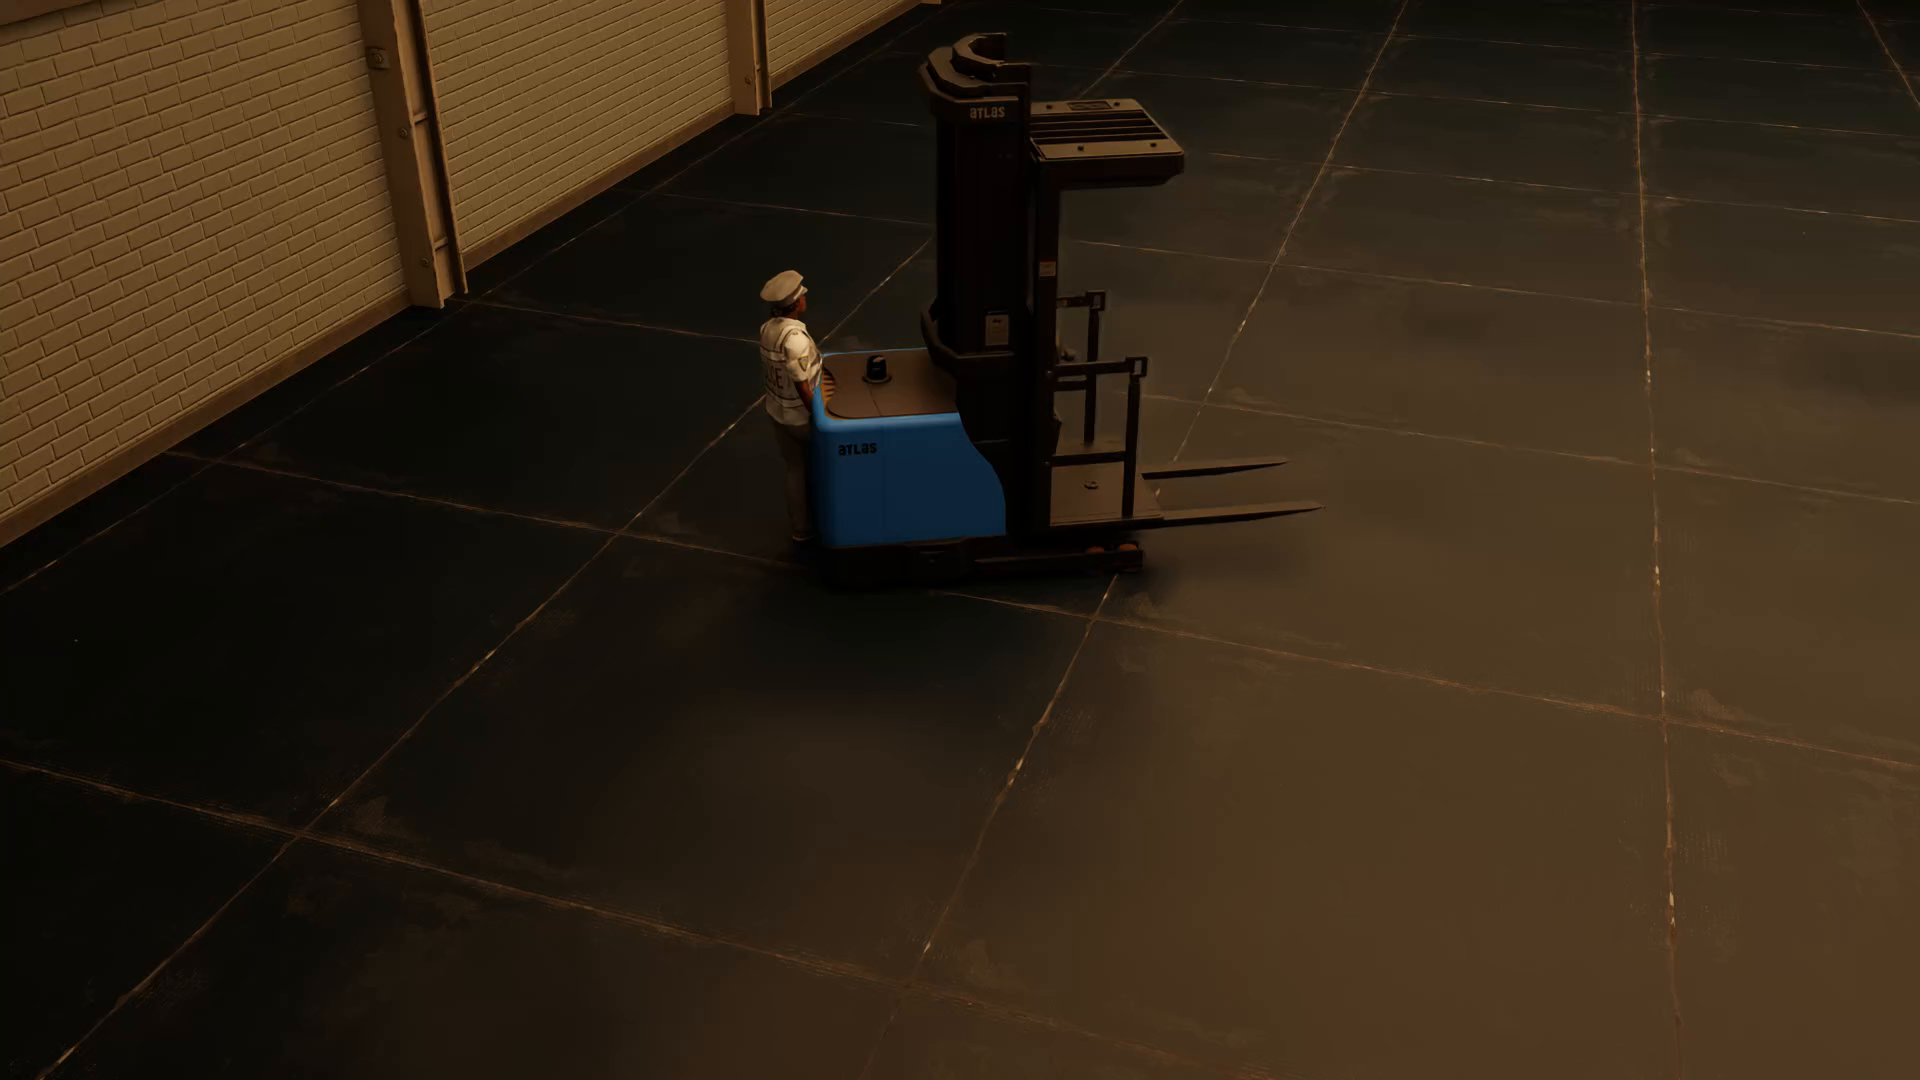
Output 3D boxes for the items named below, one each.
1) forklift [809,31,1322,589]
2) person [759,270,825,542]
[{"bbox_3d":[0.628,-1.323,9.457,3.031,2.935,1.130,-5,30,-8],"label":"forklift"},{"bbox_3d":[-0.848,-0.754,9.695,0.562,1.692,0.575,-18,34,-28],"label":"person"}]
